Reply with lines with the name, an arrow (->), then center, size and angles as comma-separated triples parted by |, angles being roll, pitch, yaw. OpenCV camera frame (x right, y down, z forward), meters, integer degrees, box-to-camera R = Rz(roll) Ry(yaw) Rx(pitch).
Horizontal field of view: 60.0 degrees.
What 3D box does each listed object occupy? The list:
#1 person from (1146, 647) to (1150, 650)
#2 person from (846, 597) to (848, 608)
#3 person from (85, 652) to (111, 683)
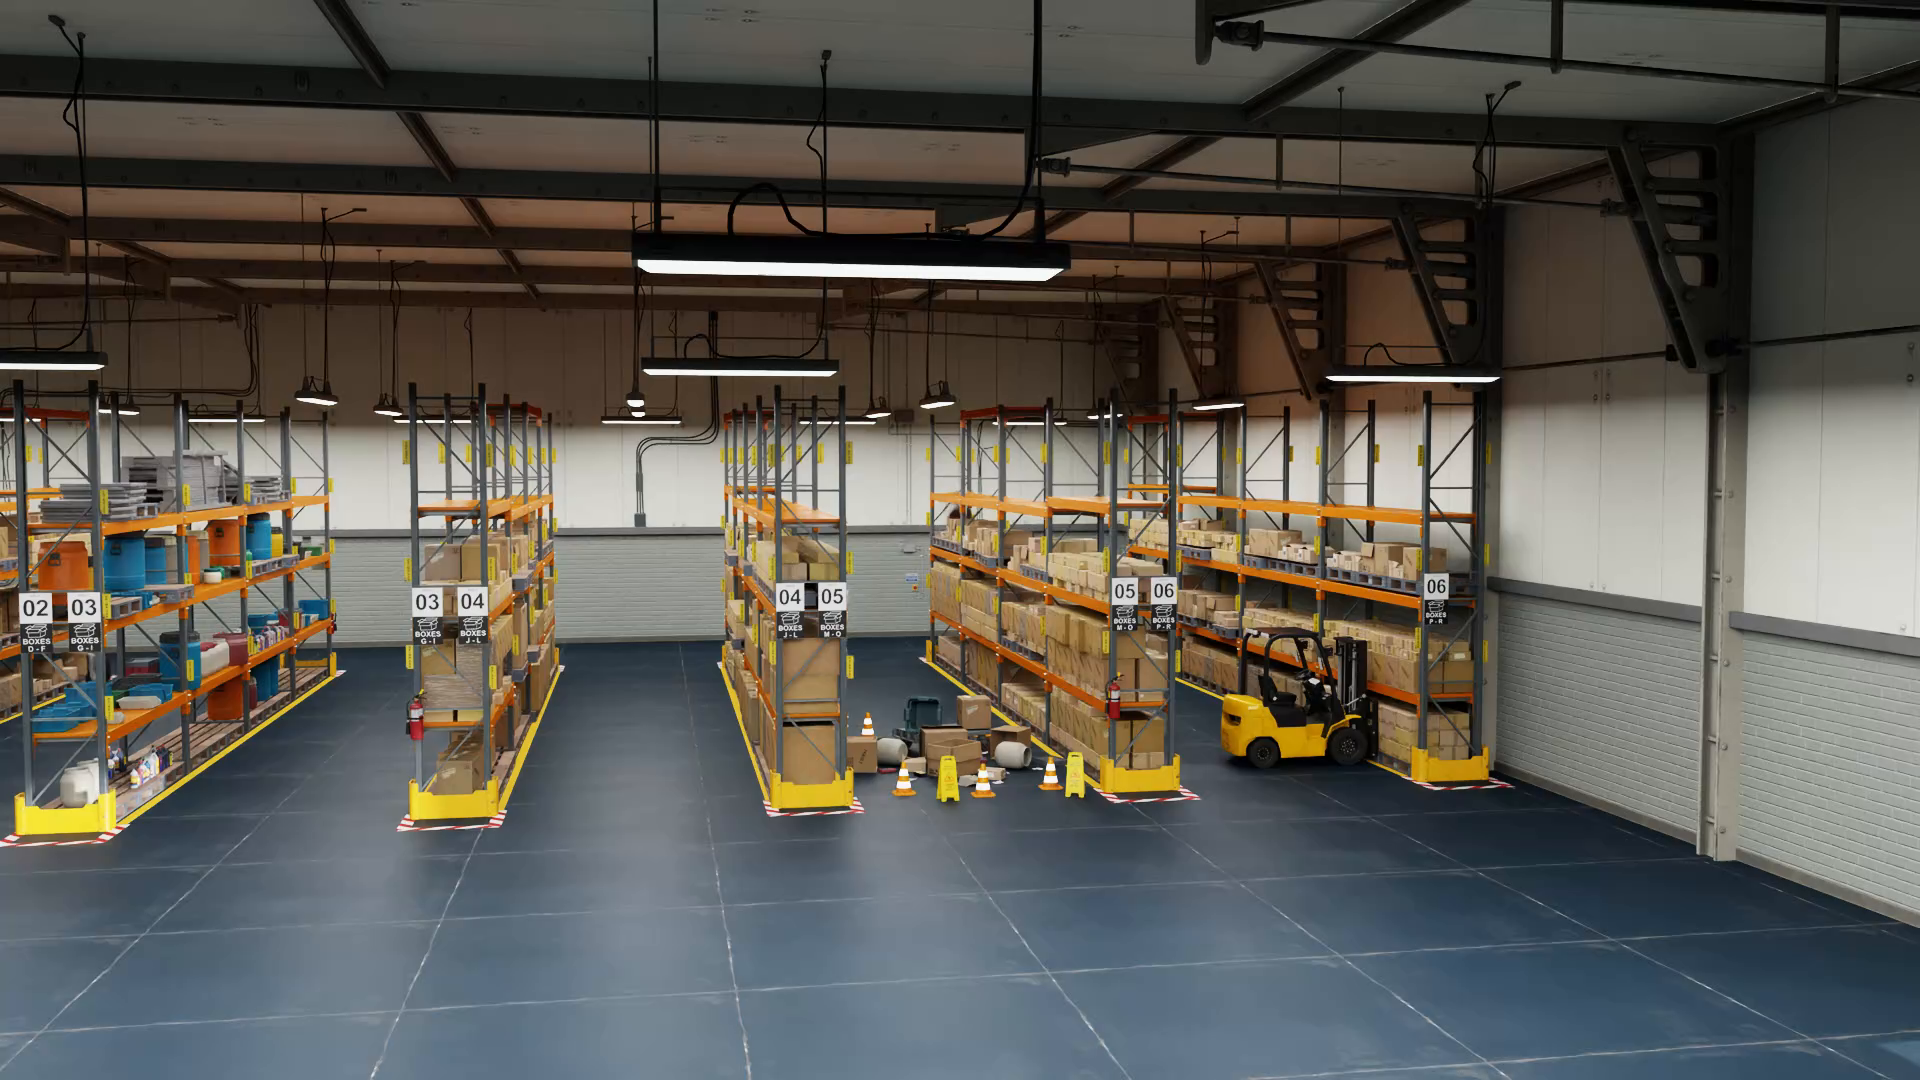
person -> 3.404, 2.602, 31.427 | 0.582, 1.714, 0.668 | 0, 3, -7
person -> -2.968, 1.924, 39.958 | 0.588, 1.804, 0.416 | 2, 4, 35
person -> -15.687, 2.614, 30.348 | 0.610, 1.717, 0.552 | 1, 3, 15
